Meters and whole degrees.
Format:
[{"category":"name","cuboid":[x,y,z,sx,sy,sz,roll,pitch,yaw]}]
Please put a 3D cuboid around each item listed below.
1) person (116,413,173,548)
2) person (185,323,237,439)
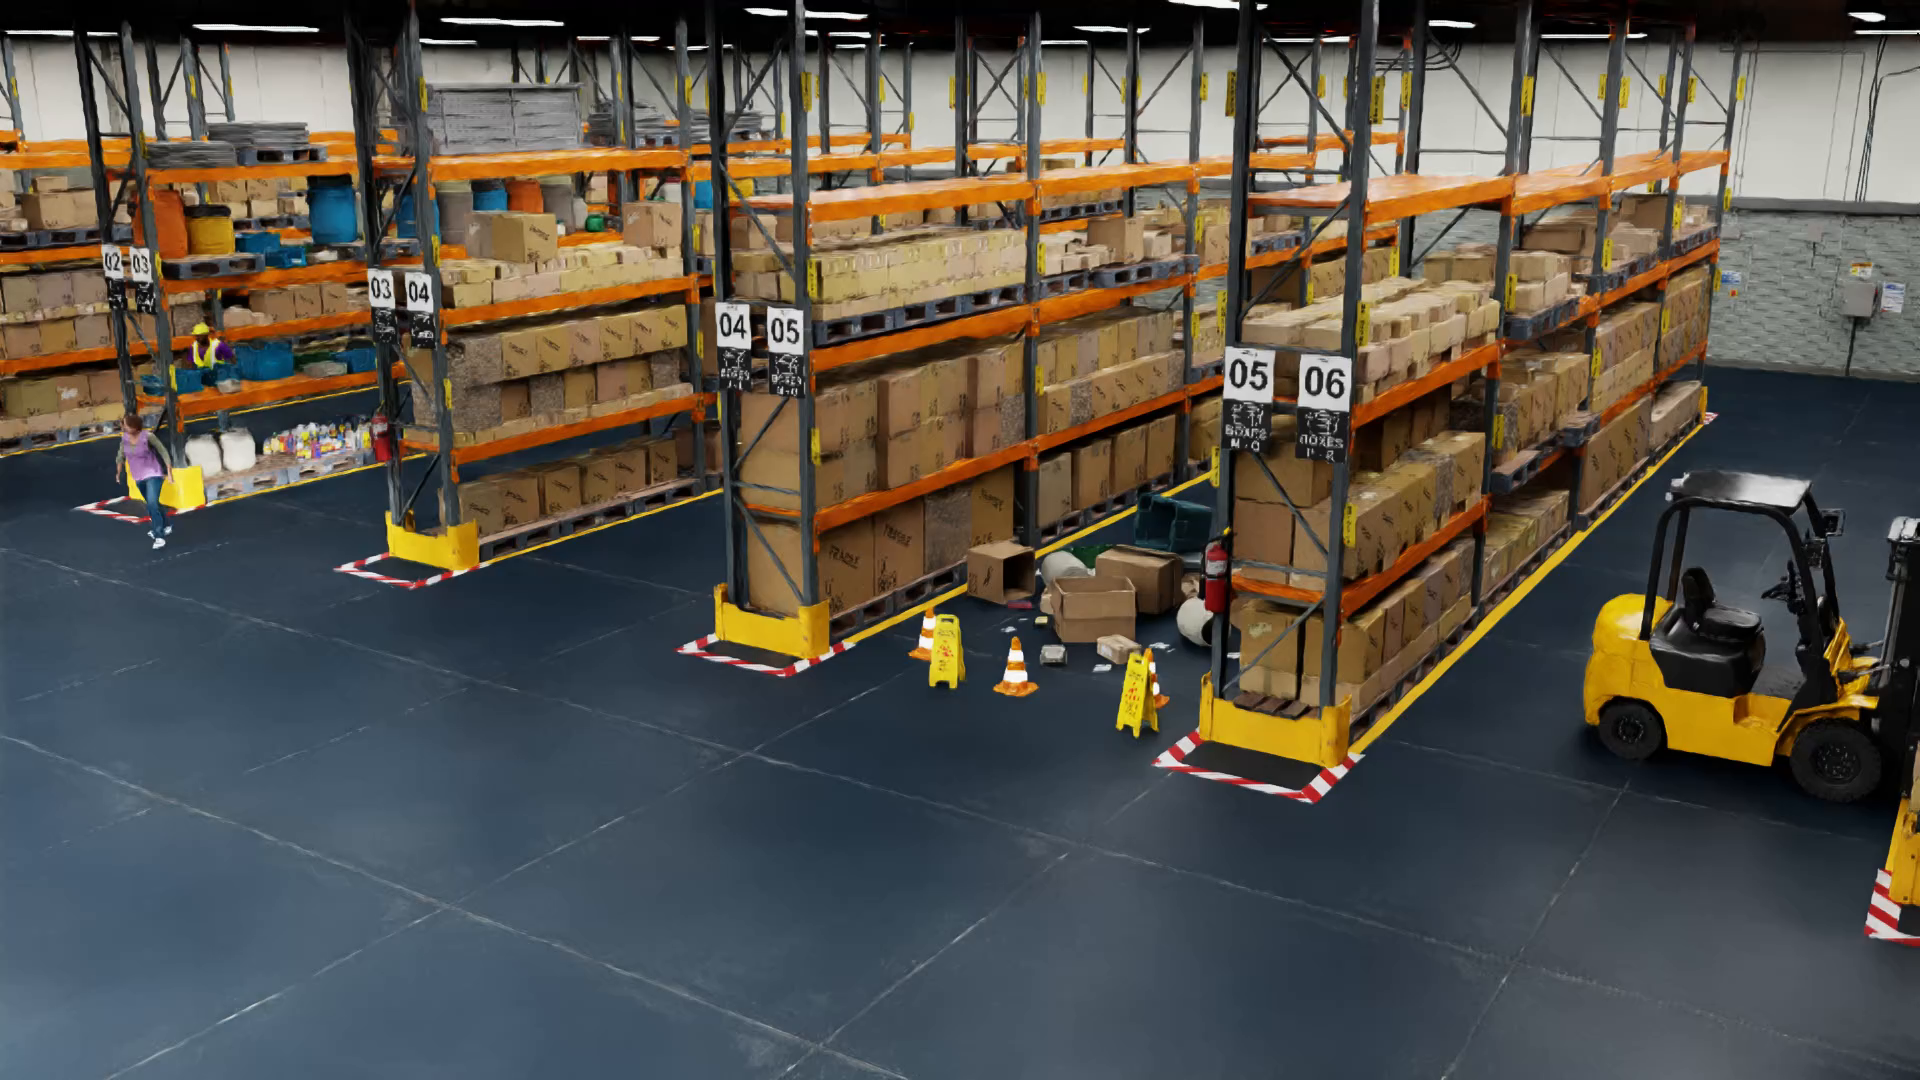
[{"category":"person","cuboid":[-9.224,-0.717,18.922,0.572,1.520,0.769,4,16,13]},{"category":"person","cuboid":[-11.008,-2.372,24.545,0.712,1.696,0.831,4,16,14]}]
